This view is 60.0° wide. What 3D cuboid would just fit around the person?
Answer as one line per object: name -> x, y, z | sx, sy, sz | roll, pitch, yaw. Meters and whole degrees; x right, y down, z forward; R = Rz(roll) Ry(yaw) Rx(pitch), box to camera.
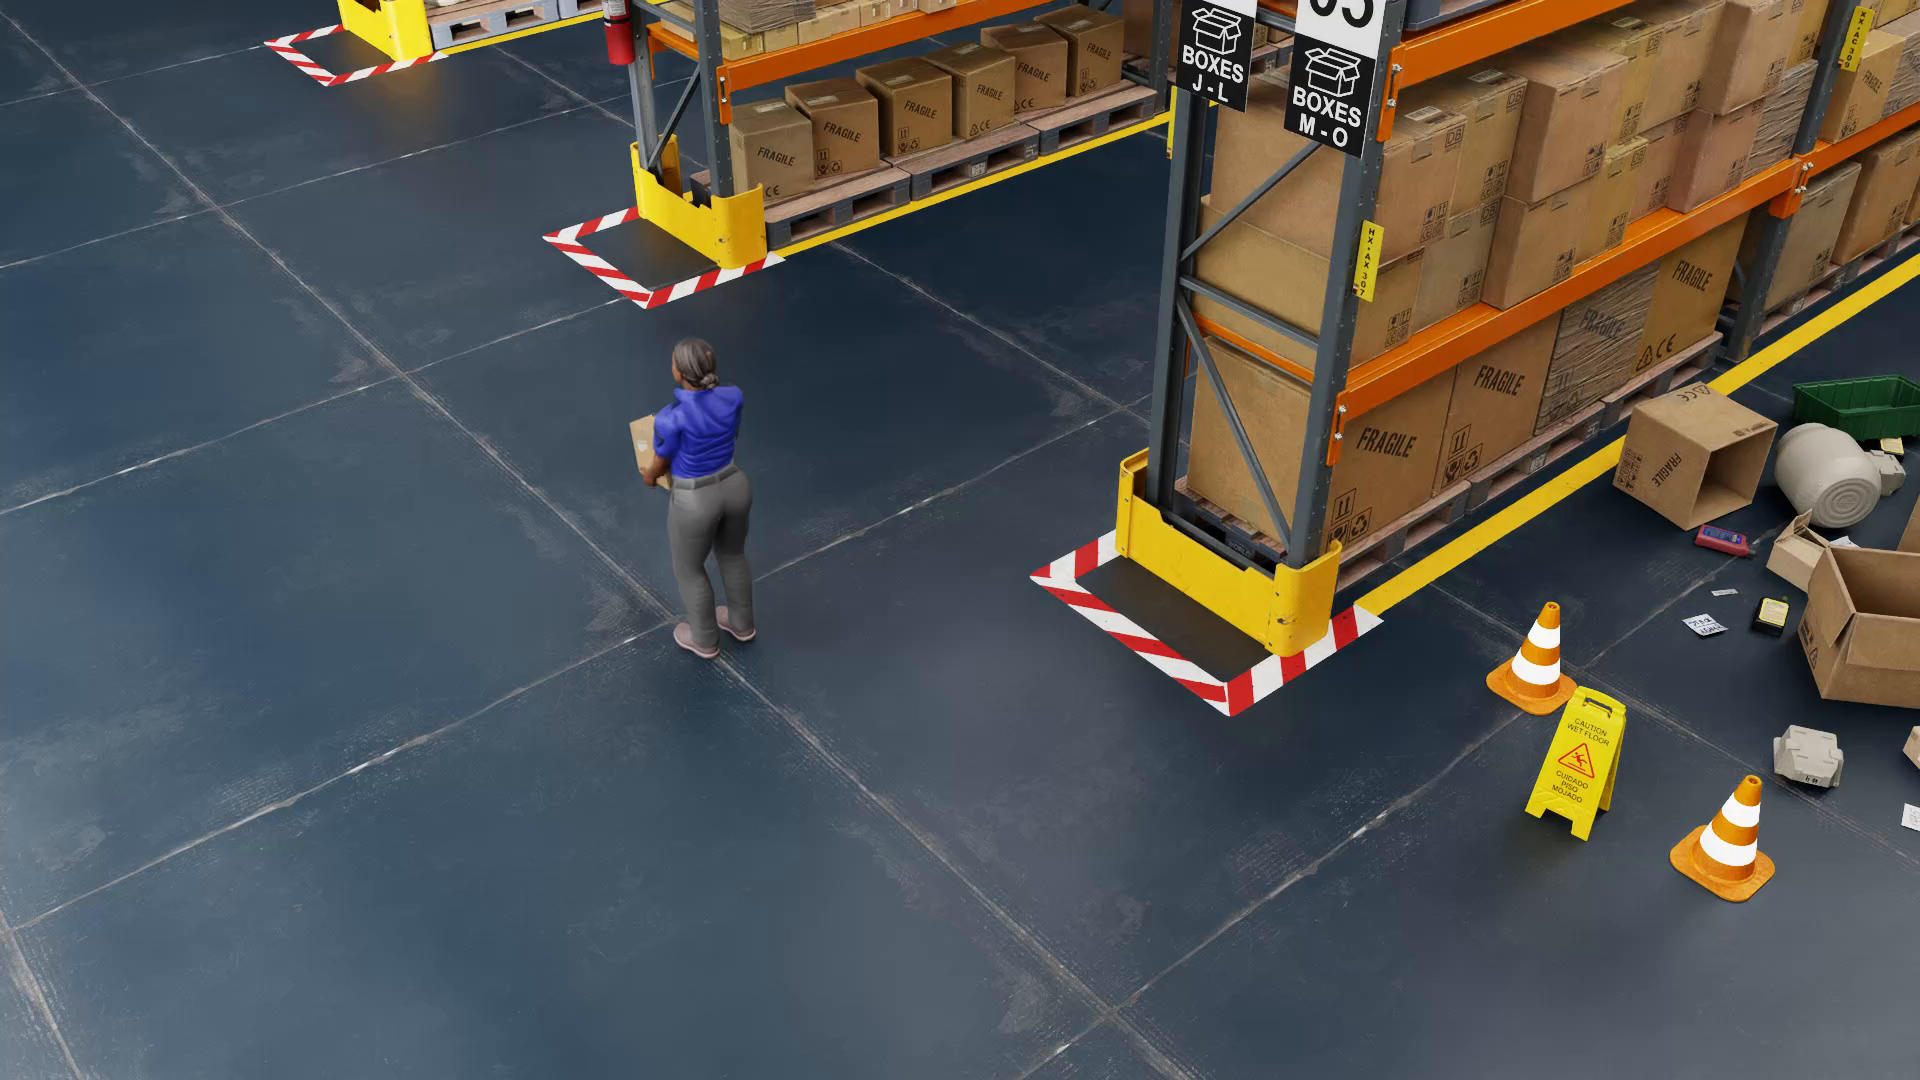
person -> -1.169, -0.212, 7.379 | 0.441, 1.656, 0.501 | -27, 44, -32
